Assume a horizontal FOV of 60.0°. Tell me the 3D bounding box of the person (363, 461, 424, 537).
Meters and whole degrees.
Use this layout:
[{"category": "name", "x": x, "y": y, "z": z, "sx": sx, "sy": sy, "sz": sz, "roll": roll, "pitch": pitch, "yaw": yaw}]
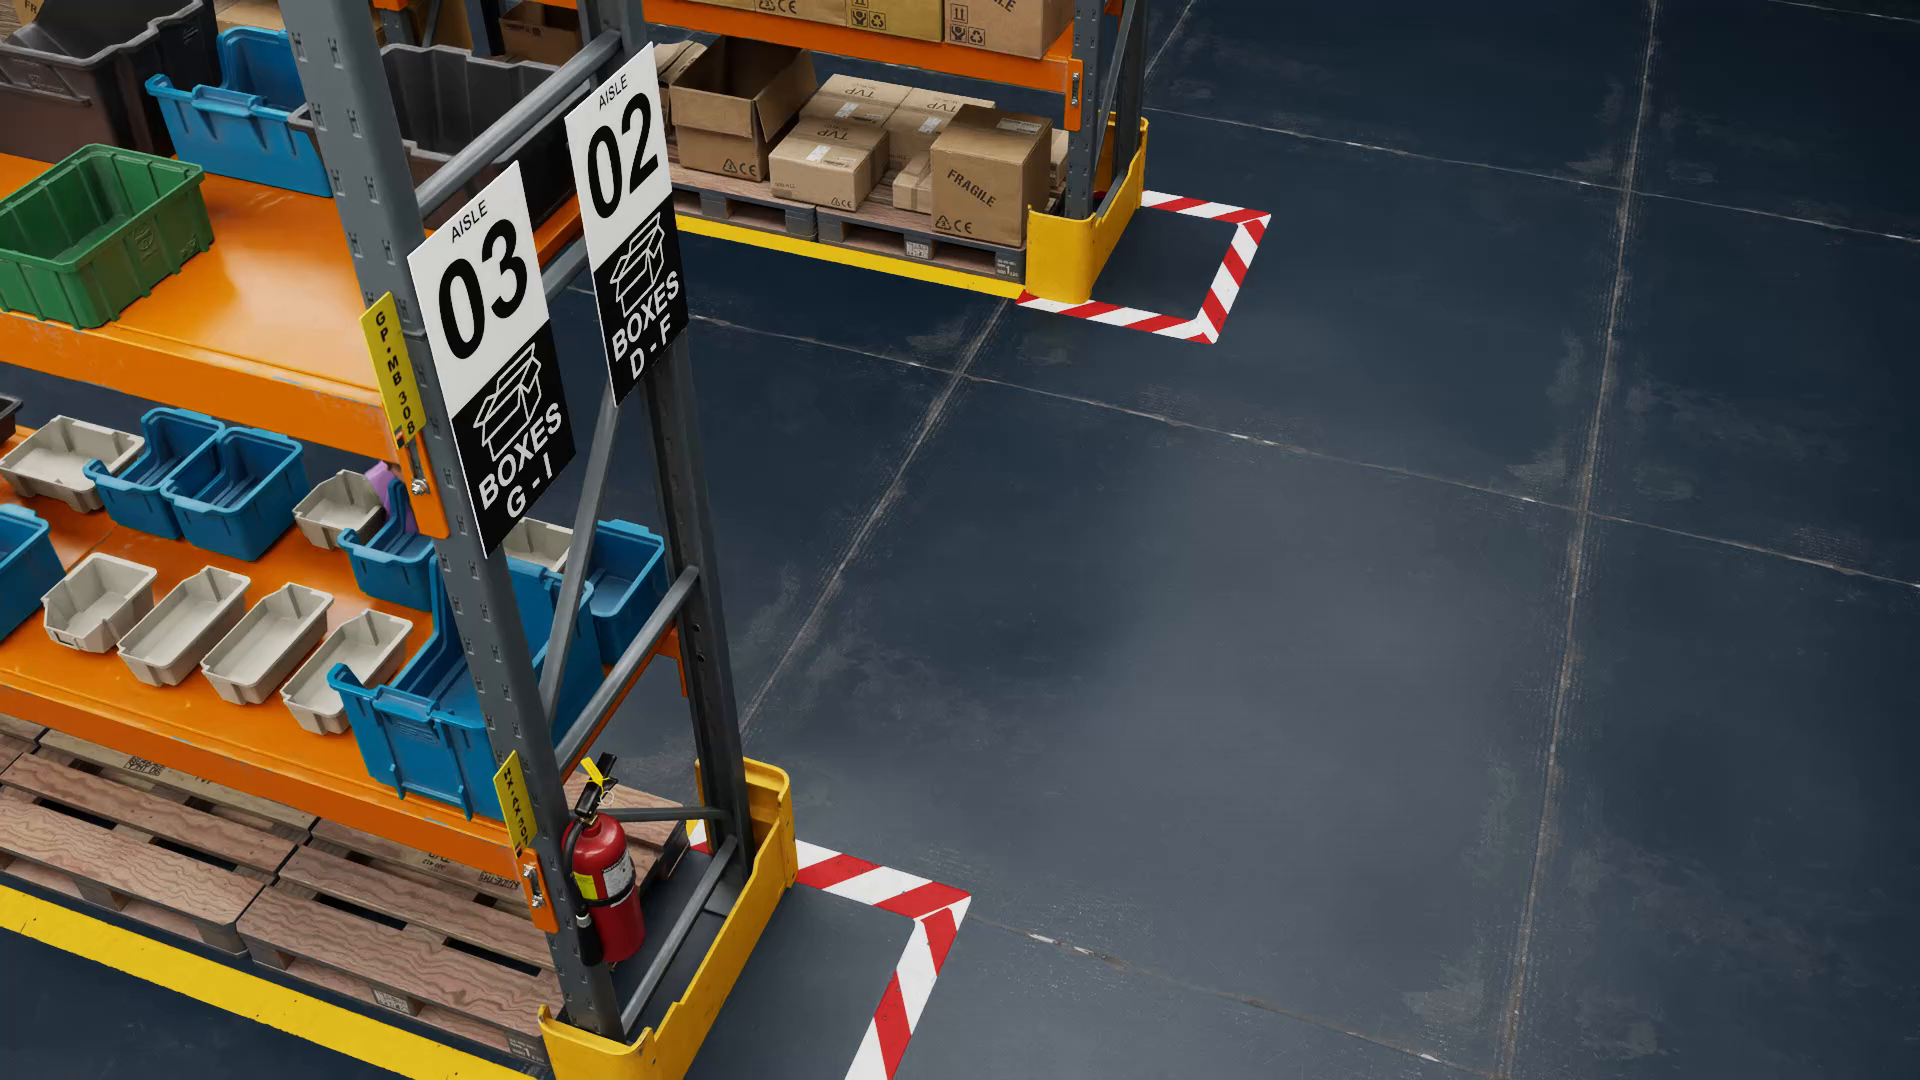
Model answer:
[{"category": "person", "x": -1.738, "y": 0.178, "z": 5.660, "sx": 0.469, "sy": 1.592, "sz": 0.346, "roll": -6, "pitch": 42, "yaw": -7}]
